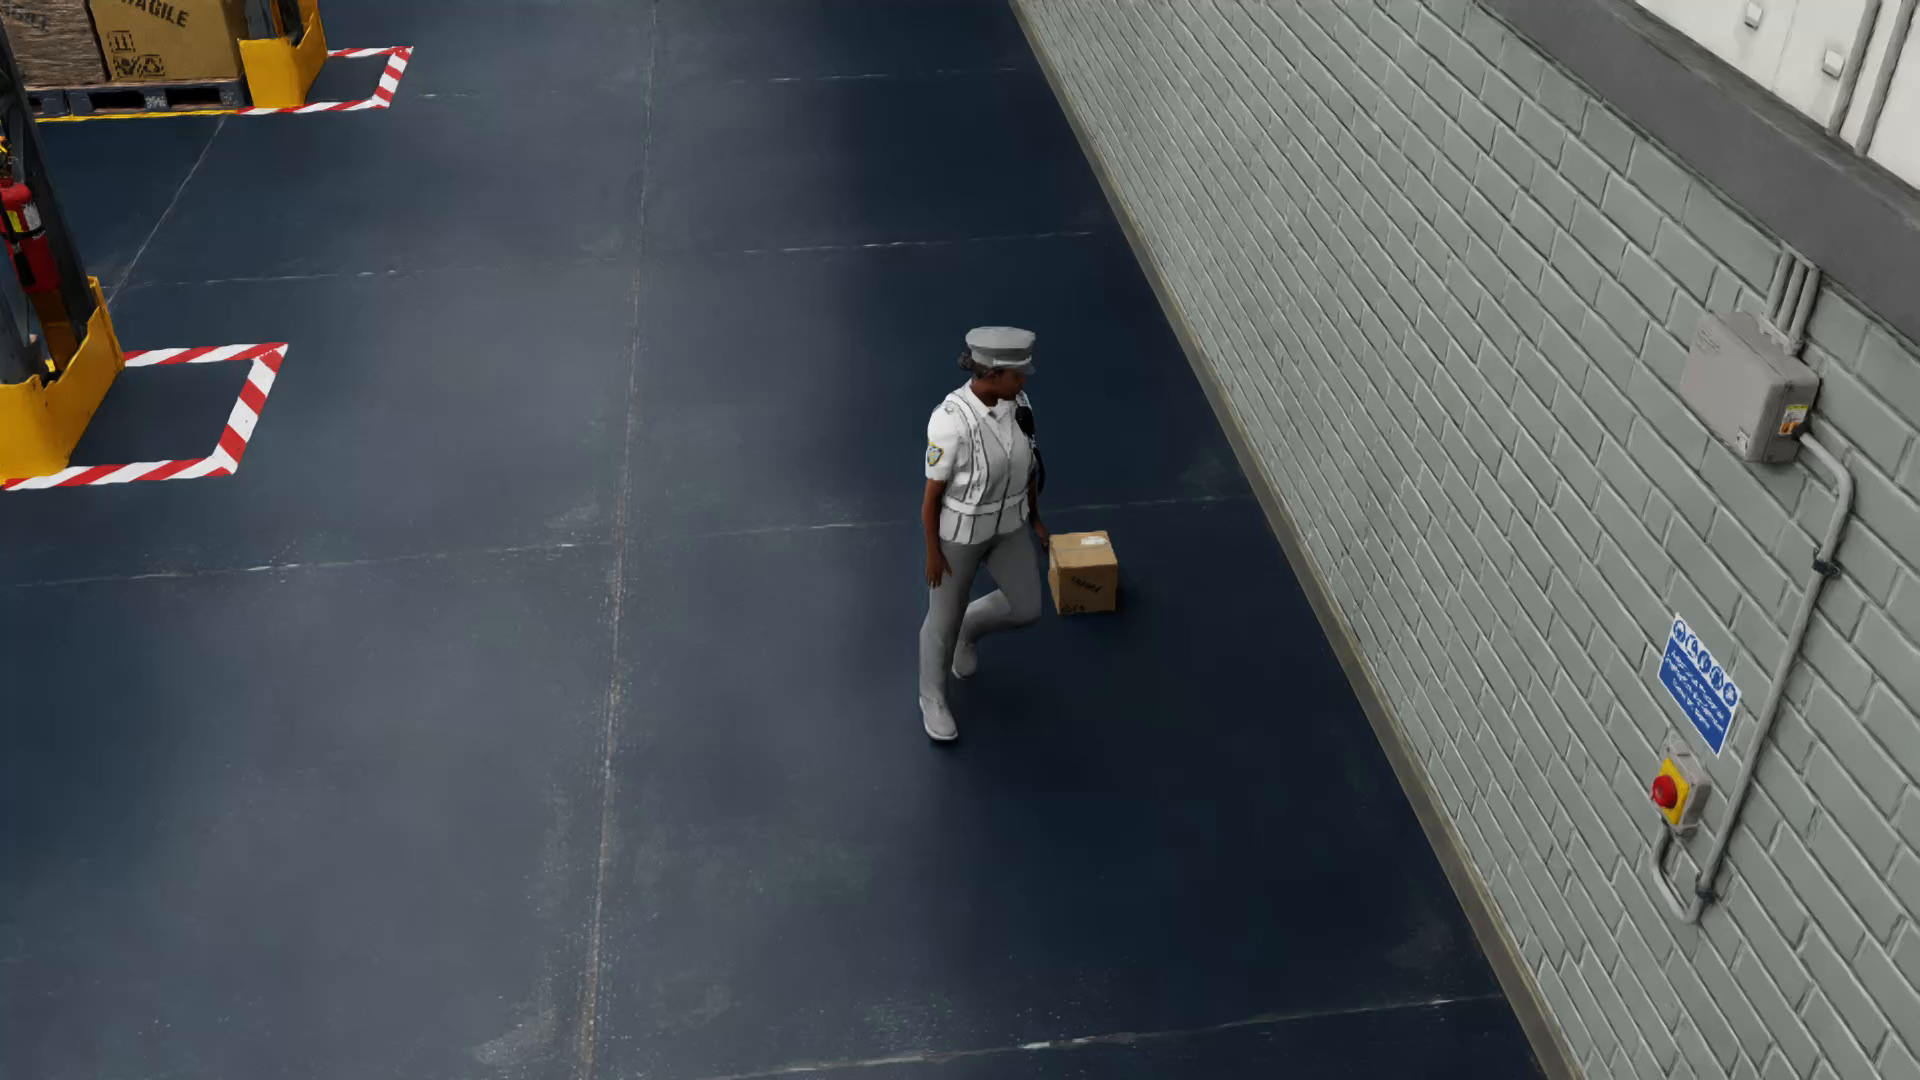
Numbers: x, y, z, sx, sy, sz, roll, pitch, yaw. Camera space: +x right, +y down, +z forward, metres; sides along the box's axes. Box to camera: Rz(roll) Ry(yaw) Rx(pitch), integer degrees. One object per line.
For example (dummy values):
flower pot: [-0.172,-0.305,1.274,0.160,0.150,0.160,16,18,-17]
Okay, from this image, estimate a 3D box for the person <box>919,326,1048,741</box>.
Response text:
person: [0.042,-0.053,6.210,0.564,1.640,0.475,-22,40,-28]
